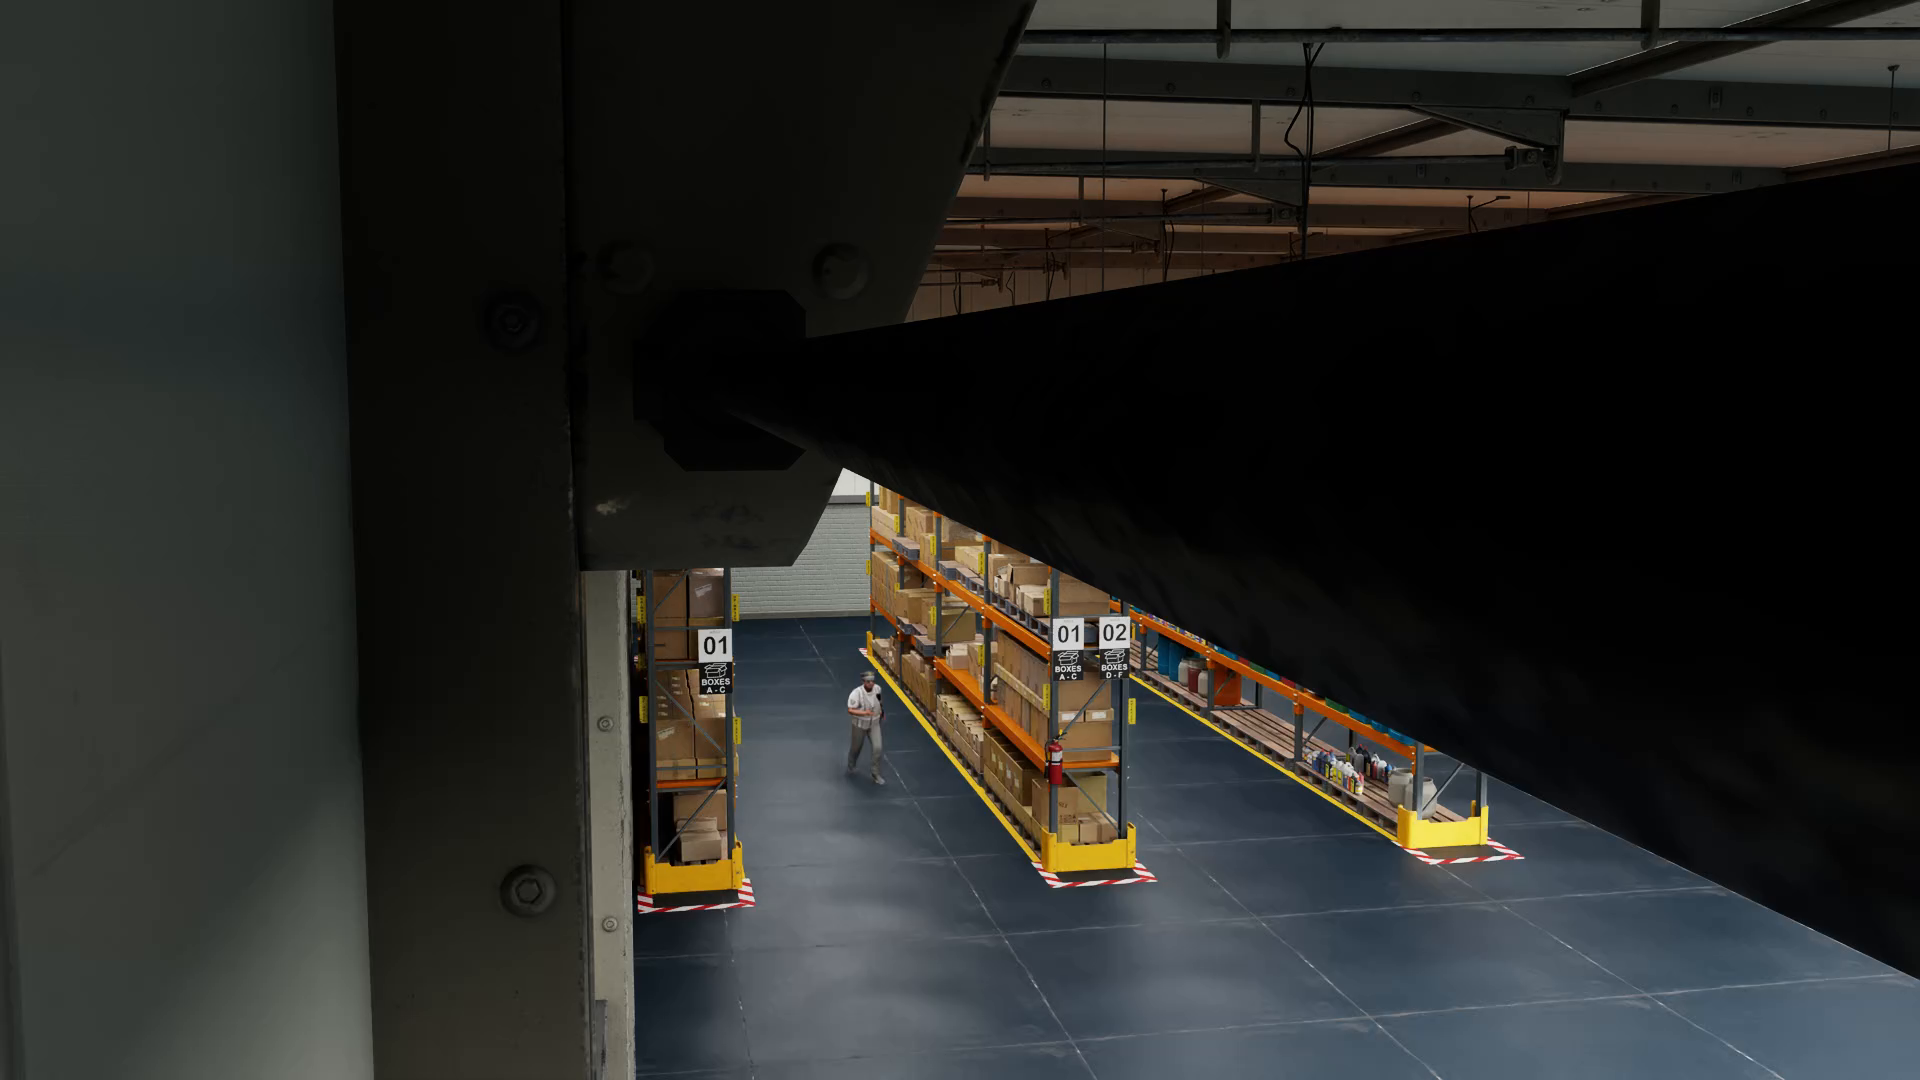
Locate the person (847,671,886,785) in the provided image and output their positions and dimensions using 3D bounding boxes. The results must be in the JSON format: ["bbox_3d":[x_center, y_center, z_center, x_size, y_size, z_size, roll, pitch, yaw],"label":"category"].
[{"bbox_3d":[-1.446,2.823,25.415,0.674,1.749,0.999,-3,7,-25],"label":"person"}]
